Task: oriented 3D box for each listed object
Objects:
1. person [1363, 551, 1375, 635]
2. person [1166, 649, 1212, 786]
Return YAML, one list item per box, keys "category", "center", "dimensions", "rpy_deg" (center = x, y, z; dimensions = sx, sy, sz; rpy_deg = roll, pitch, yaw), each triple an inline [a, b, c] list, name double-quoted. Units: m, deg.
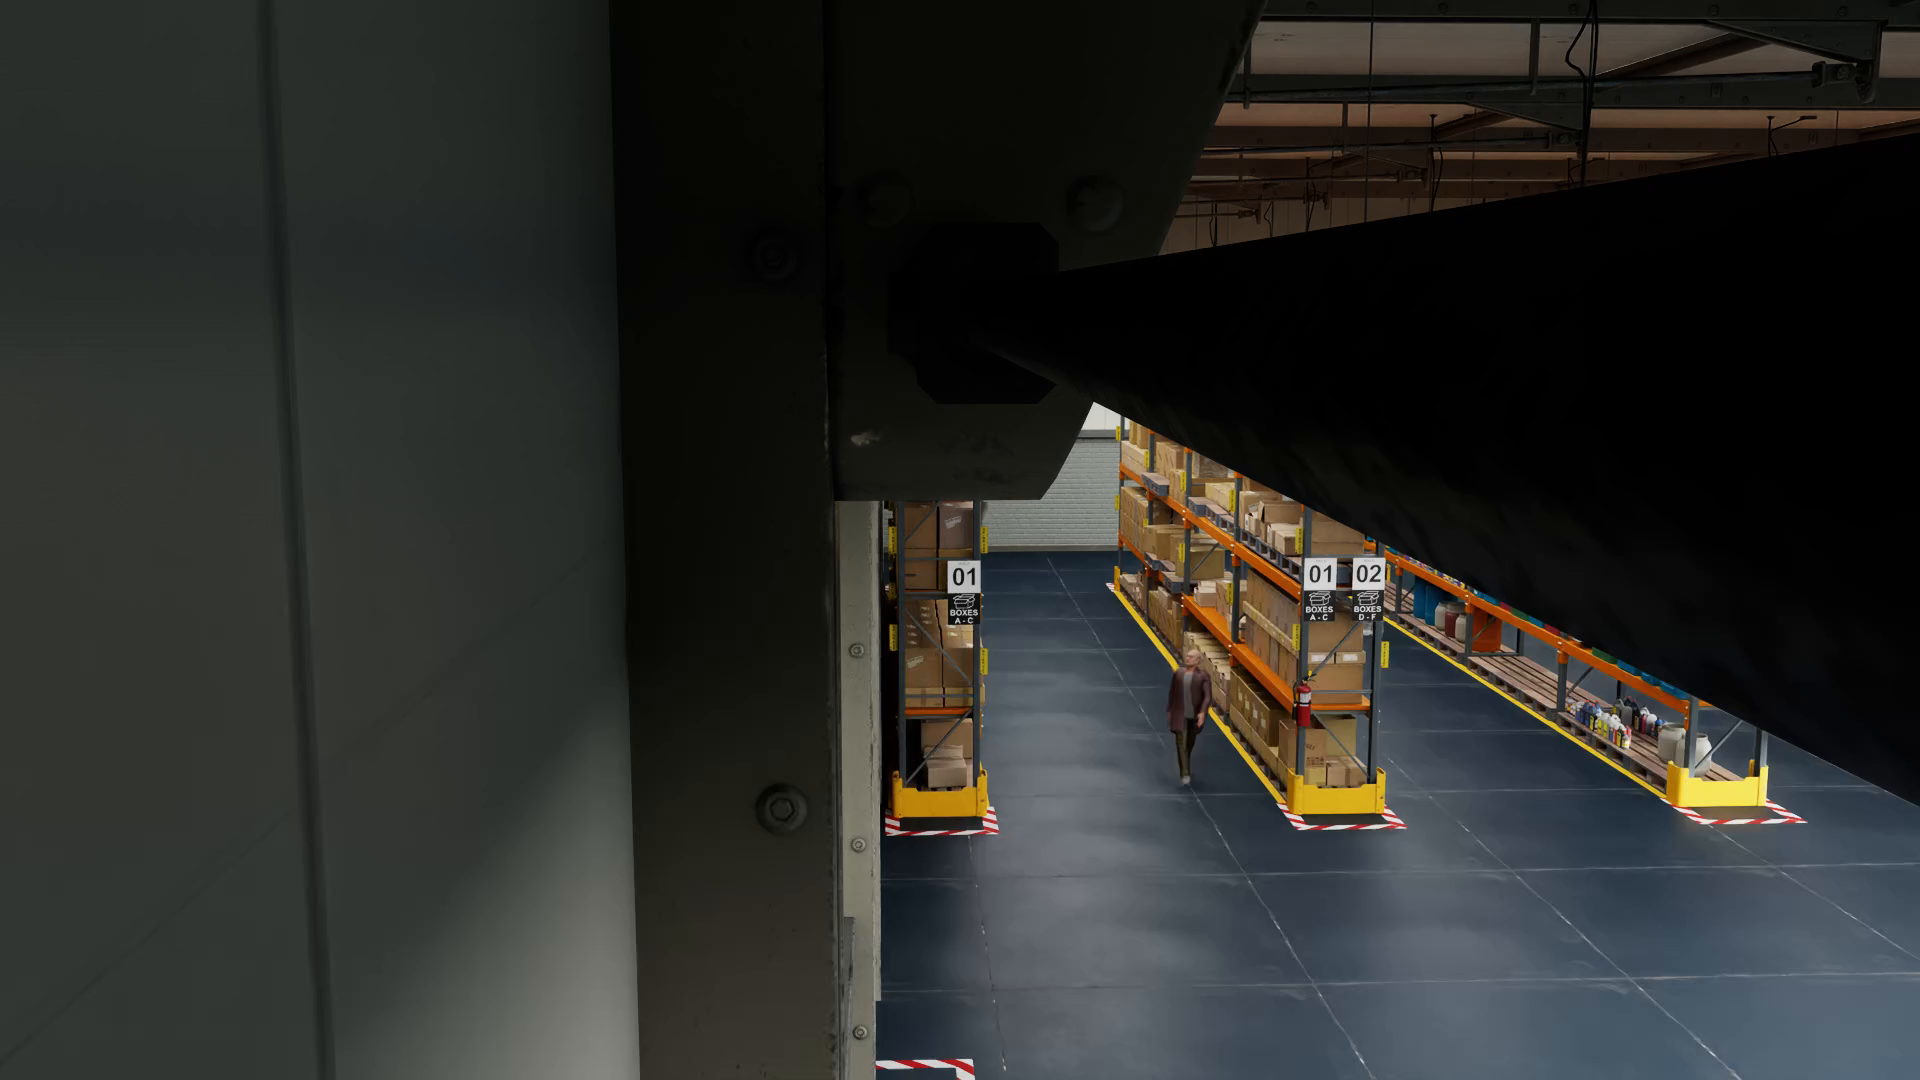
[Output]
- category: "person"
  center: [7.775, 0.996, 31.613]
  dimensions: [0.347, 1.606, 0.455]
  rpy_deg: [-2, 9, -15]
- category: "person"
  center: [3.039, 2.310, 21.942]
  dimensions: [0.553, 1.705, 1.121]
  rpy_deg: [-1, 8, -5]
